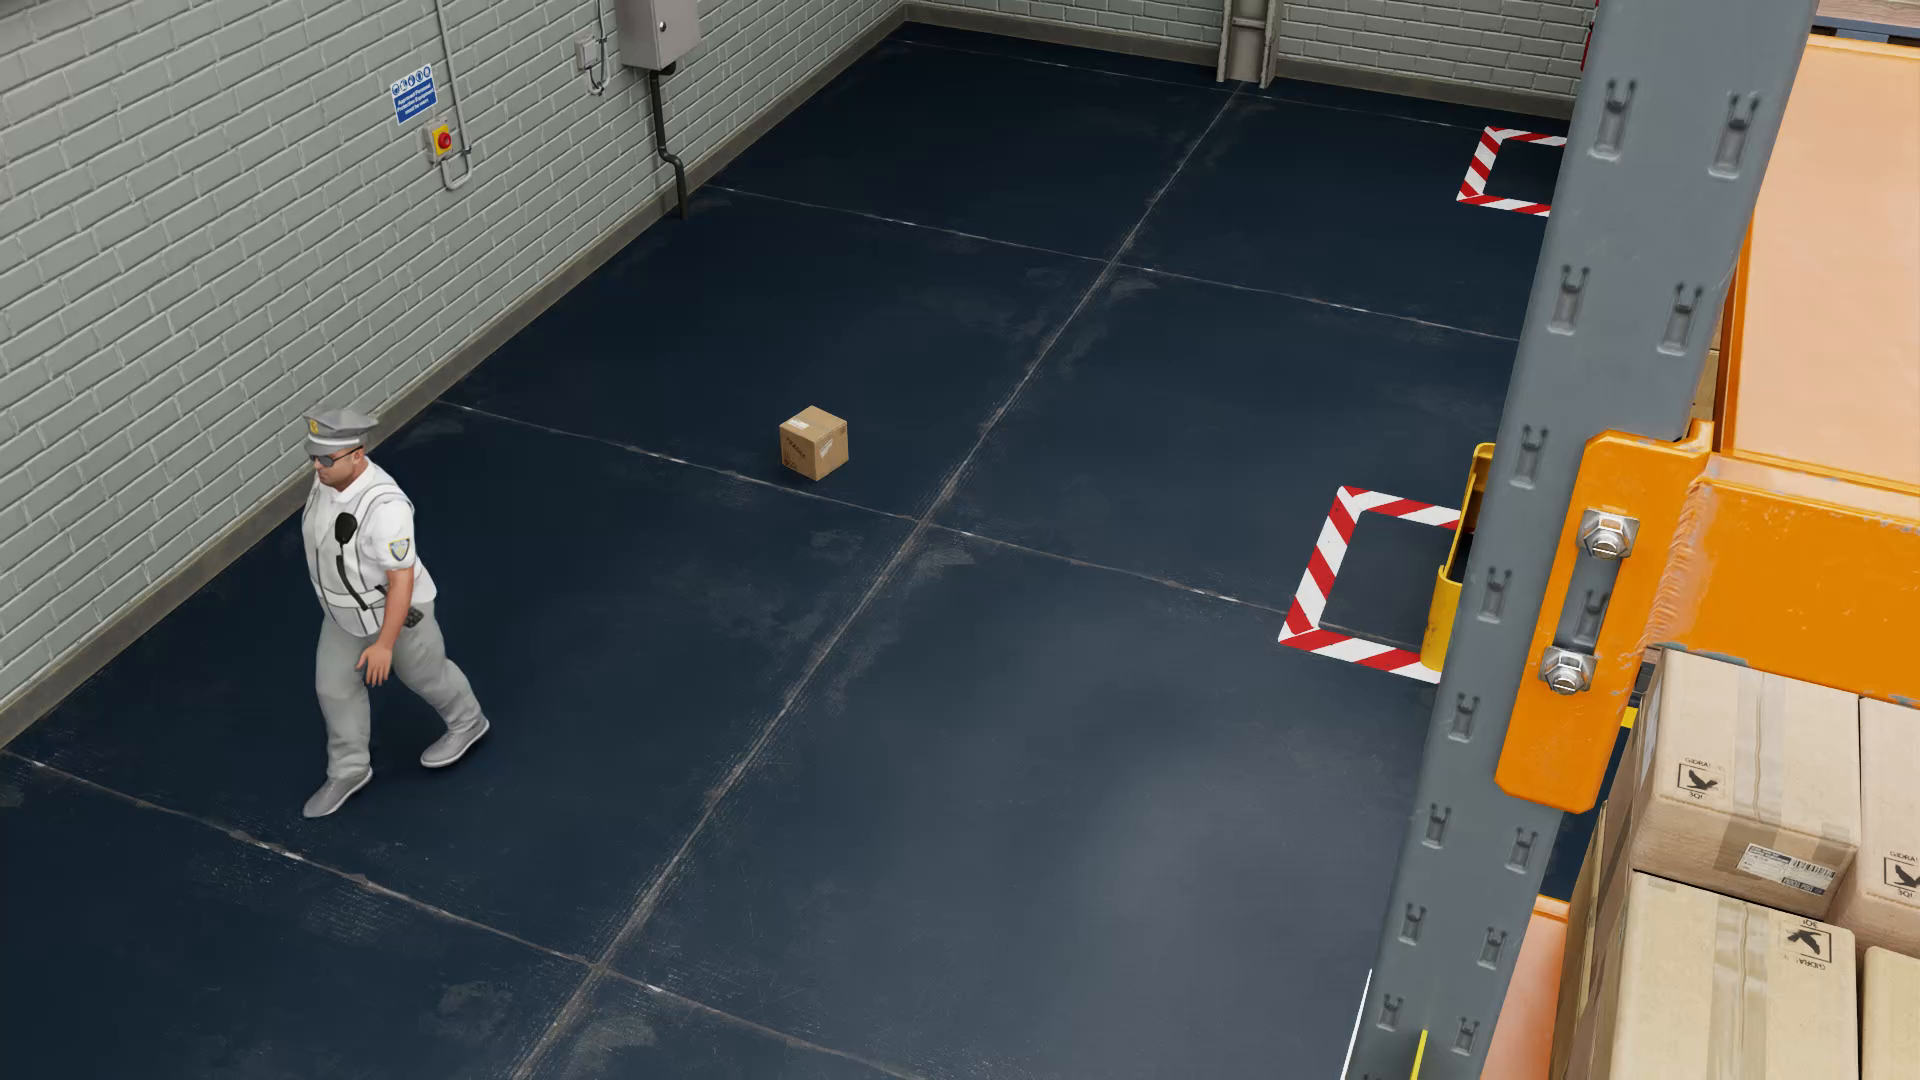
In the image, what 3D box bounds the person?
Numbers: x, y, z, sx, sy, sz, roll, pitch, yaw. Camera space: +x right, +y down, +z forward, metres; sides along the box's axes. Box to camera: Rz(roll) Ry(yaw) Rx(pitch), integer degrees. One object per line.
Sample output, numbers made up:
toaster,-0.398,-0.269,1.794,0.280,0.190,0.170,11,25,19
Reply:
person,-2.303,0.309,6.415,0.578,1.806,0.786,25,44,29
